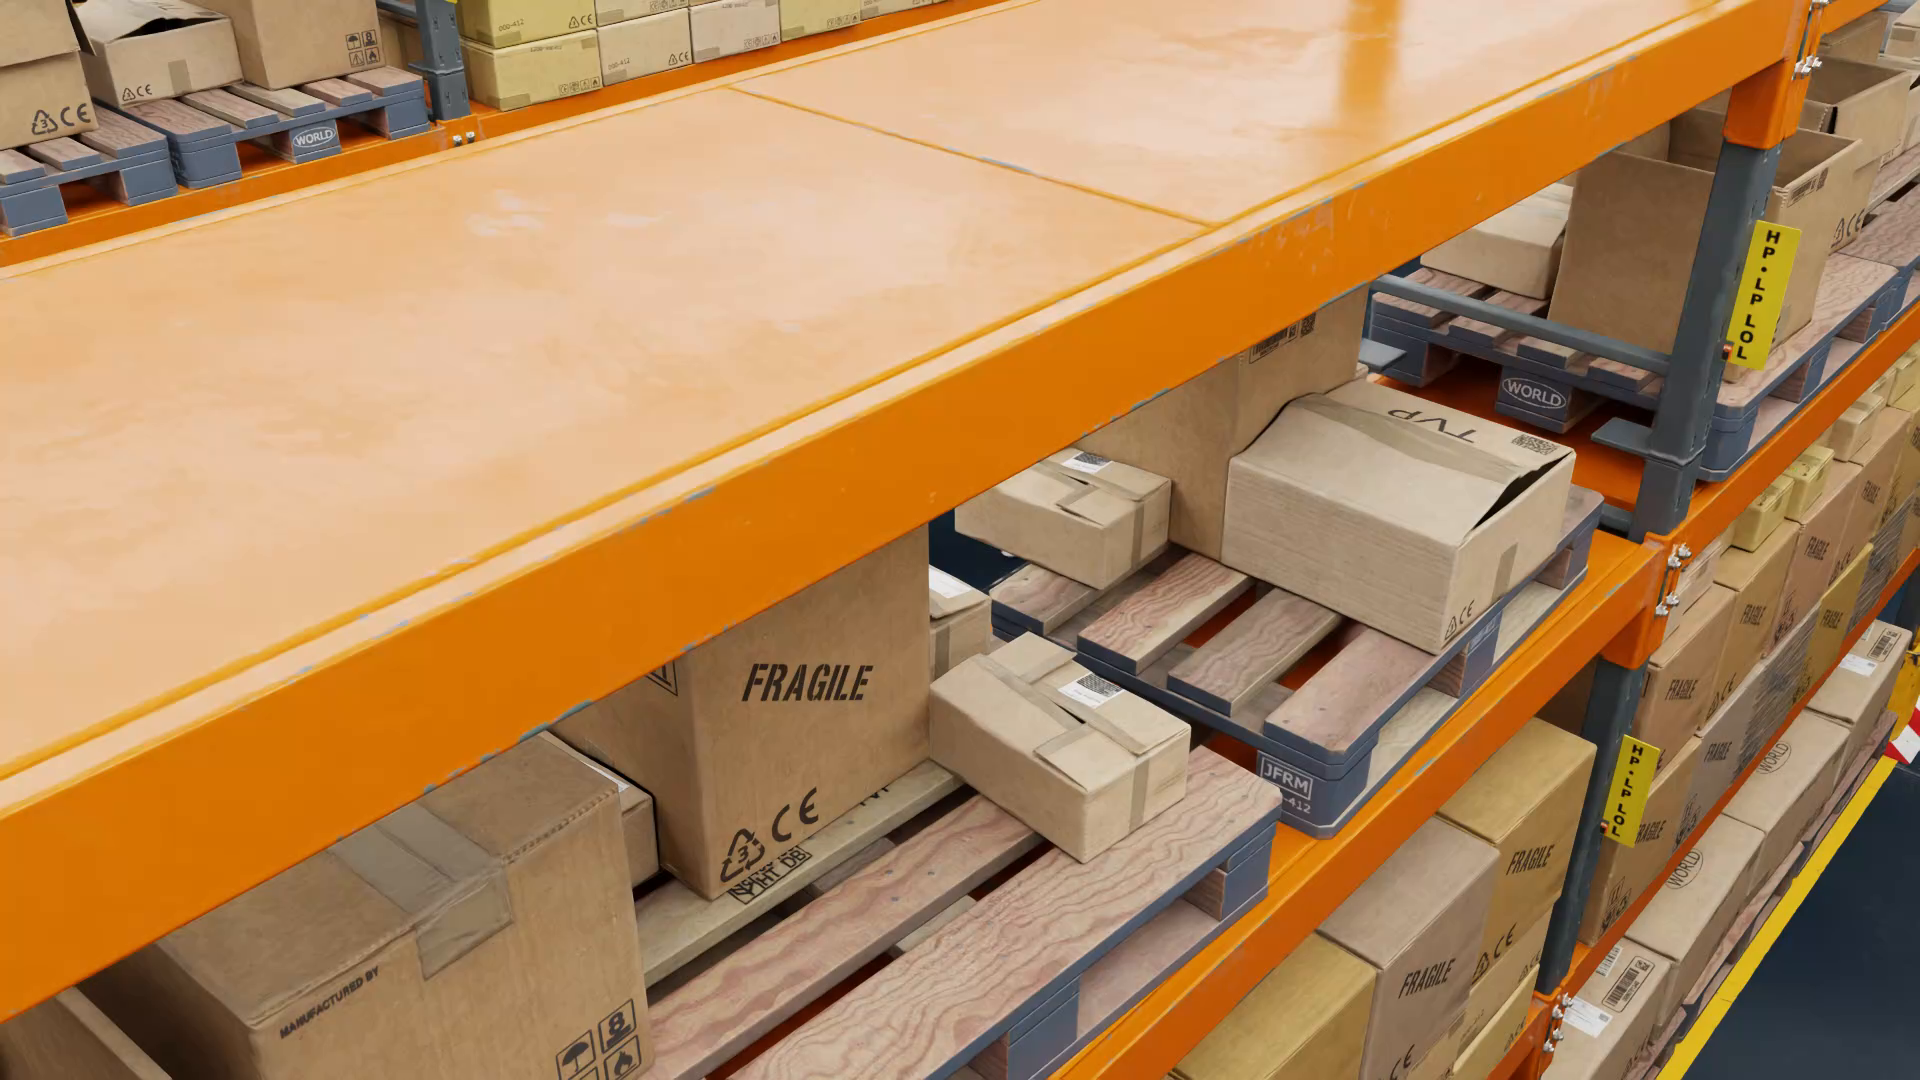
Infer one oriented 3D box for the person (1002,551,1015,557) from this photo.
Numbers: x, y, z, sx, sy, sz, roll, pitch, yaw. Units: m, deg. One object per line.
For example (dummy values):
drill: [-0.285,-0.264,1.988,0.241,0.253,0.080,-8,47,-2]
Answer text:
person: [0.433,-0.690,8.831,0.575,1.757,0.381,25,39,35]
